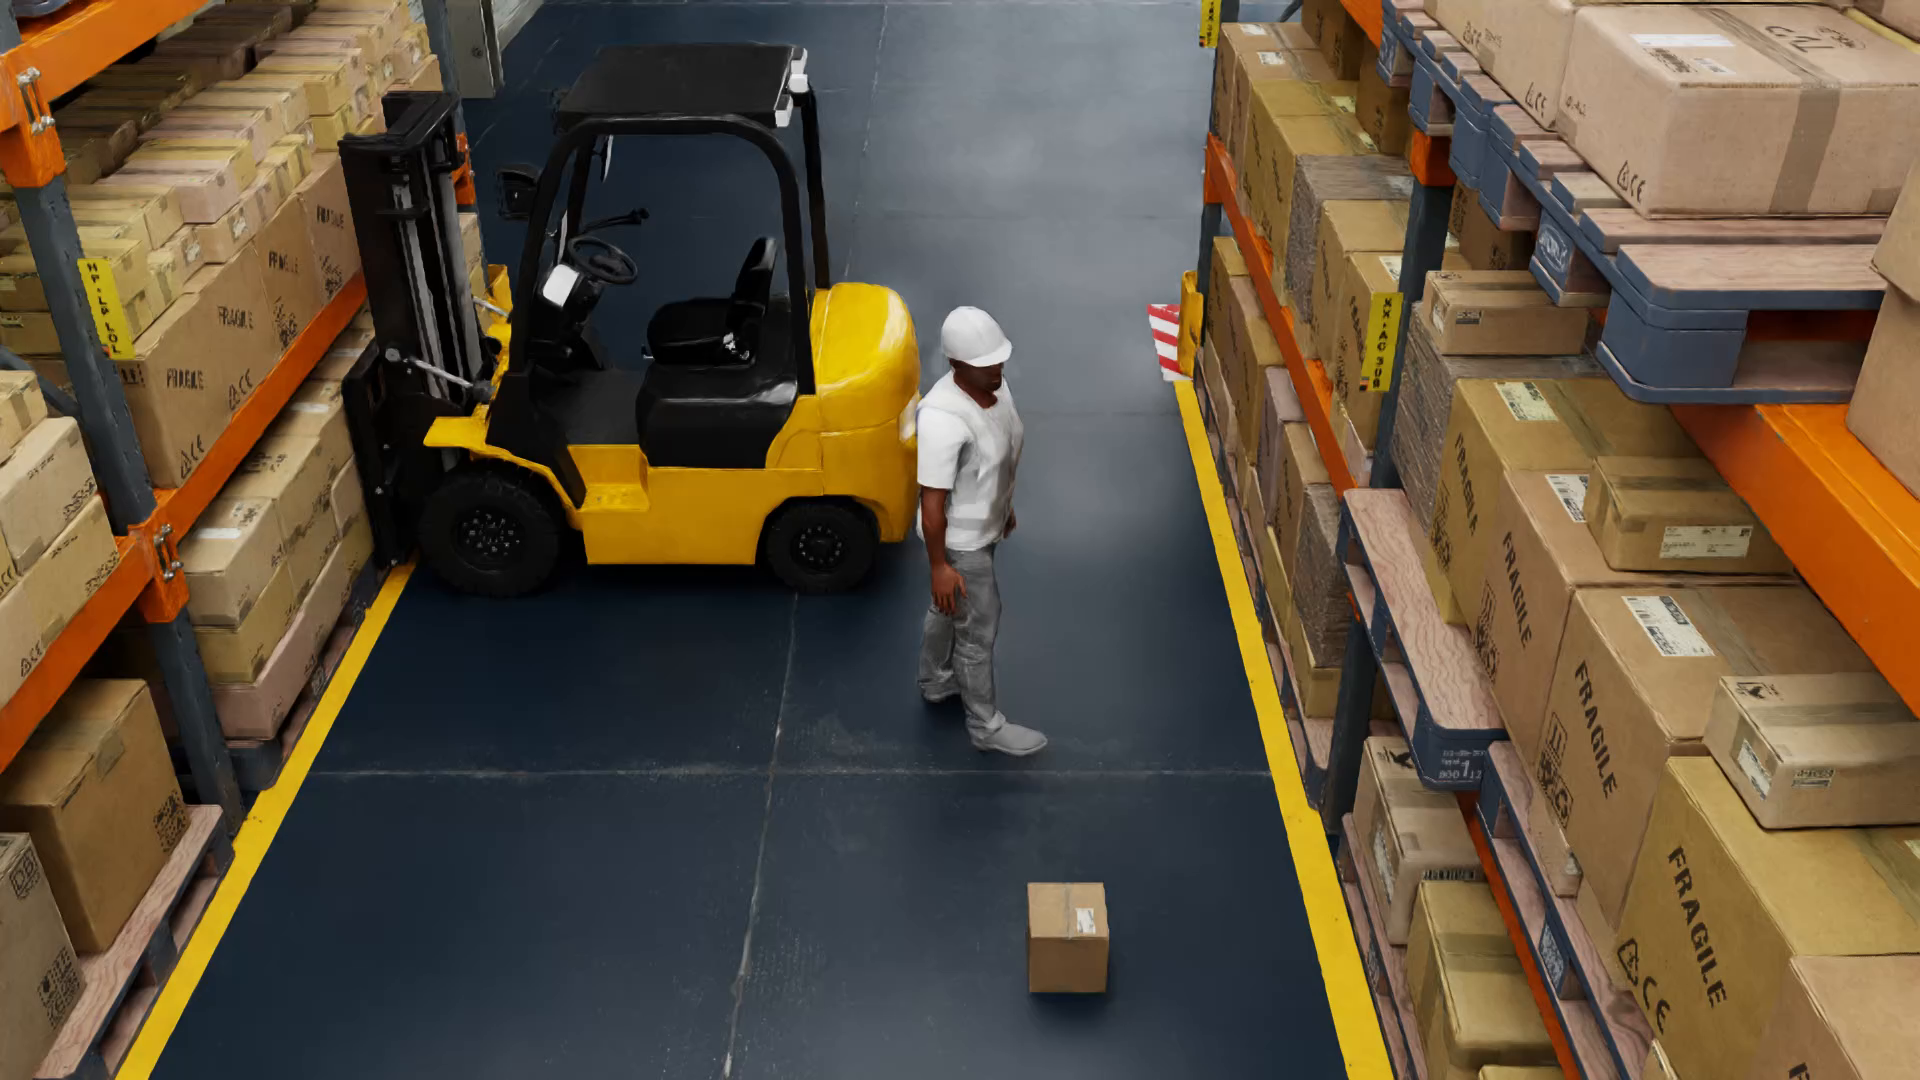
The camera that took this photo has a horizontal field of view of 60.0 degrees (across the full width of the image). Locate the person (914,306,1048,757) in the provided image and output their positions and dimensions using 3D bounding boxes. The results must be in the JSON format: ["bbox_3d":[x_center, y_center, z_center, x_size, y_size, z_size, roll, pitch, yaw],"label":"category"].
[{"bbox_3d":[0.081,-0.020,6.101,0.589,1.764,0.696,8,32,13],"label":"person"}]
